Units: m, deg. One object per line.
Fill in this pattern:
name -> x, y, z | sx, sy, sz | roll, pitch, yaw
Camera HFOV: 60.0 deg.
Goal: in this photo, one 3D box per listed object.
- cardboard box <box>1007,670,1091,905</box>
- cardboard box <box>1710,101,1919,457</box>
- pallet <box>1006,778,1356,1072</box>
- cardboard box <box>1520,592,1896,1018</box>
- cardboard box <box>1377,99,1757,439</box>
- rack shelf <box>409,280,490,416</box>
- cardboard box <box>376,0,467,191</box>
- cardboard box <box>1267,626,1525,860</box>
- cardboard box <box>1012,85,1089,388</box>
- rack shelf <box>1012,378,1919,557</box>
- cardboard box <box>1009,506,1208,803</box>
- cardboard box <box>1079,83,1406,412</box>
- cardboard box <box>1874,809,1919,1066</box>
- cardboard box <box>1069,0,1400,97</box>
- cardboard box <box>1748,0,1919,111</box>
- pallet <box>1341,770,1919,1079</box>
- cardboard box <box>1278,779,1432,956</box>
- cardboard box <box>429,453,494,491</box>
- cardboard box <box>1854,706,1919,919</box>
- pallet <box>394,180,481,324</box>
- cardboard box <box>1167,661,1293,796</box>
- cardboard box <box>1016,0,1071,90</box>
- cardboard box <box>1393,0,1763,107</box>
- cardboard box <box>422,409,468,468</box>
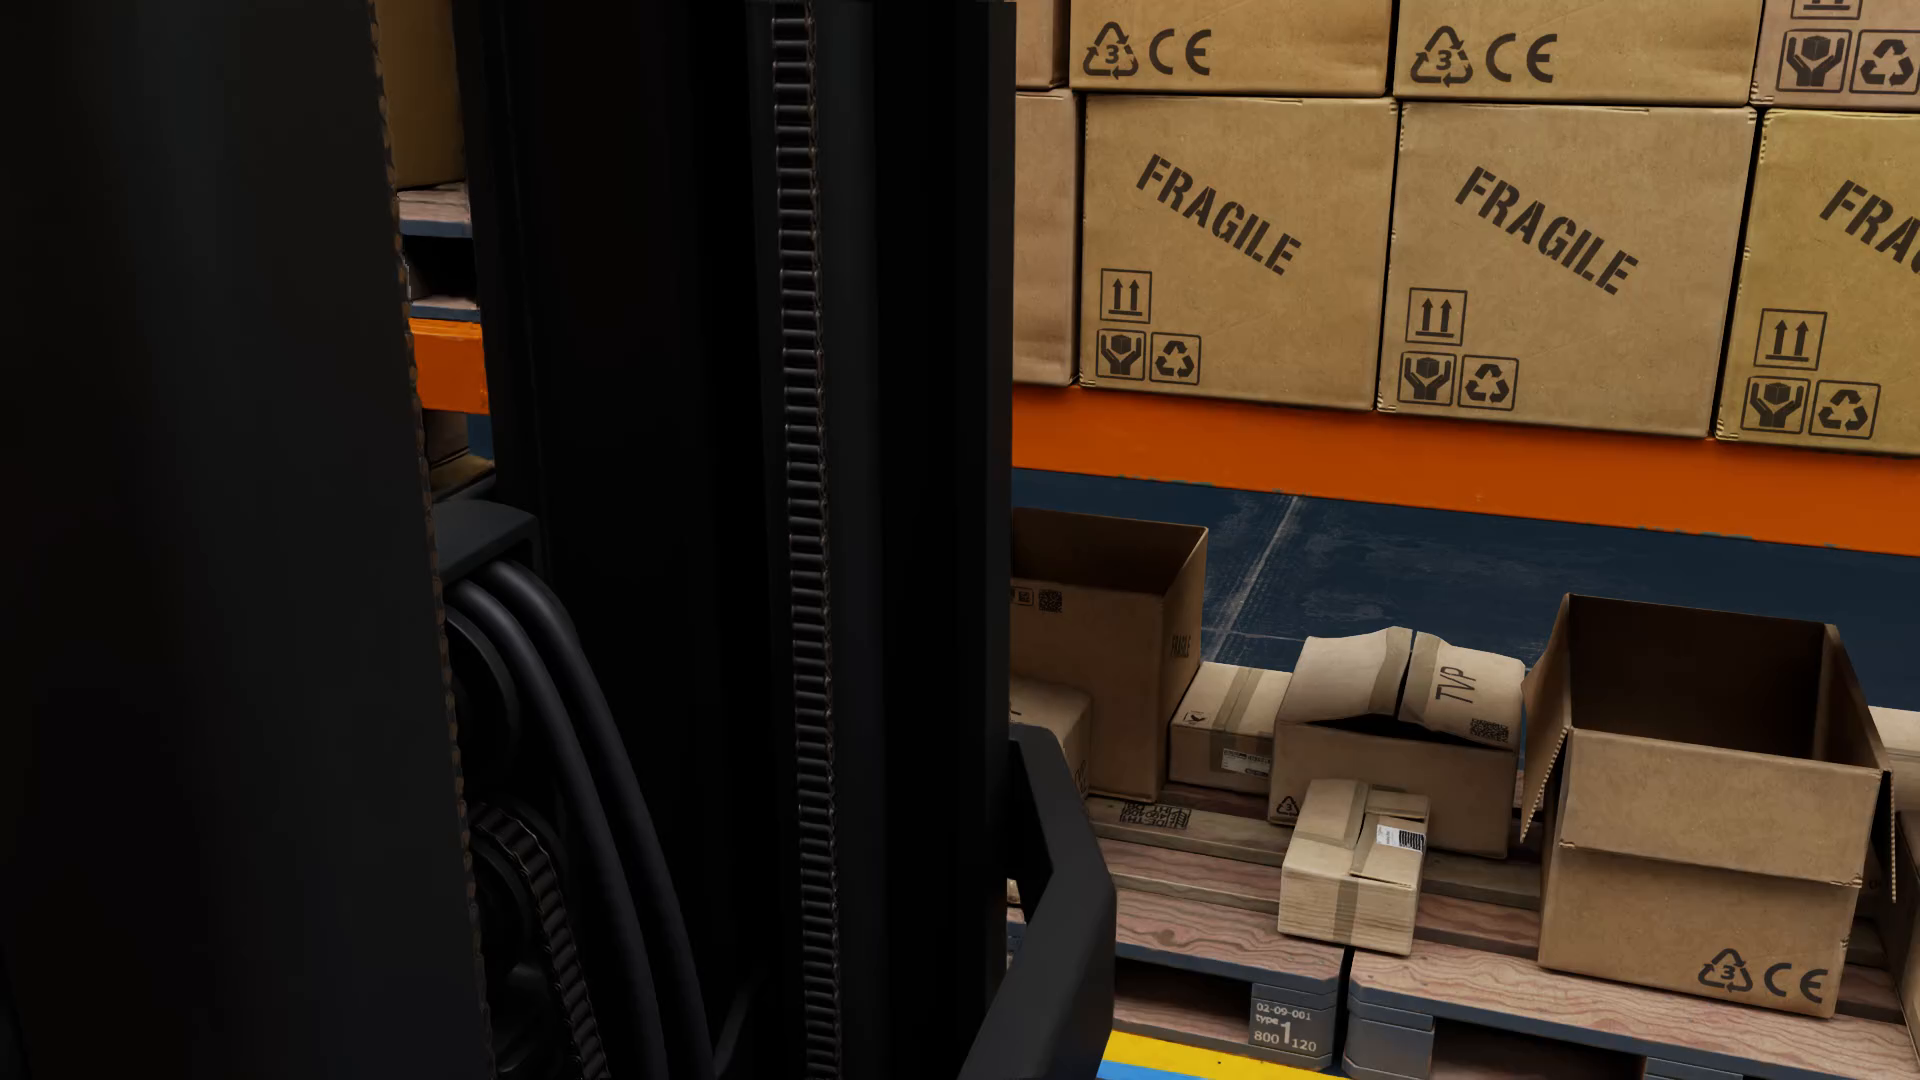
cardboard box -> -0.026, 0.480, 3.559 | 0.500, 0.311, 0.500 | 7, 20, 18
cardboard box -> 1.478, -0.439, 2.625 | 0.500, 0.500, 0.500 | 6, 20, 17
pallet -> 0.297, 0.697, 3.757 | 1.213, 0.211, 1.003 | 7, 20, 18
cardboard box -> 1.425, 0.478, 3.273 | 0.637, 0.503, 0.797 | 7, 20, 18
cardboard box -> 0.997, -0.493, 2.782 | 0.500, 0.500, 0.500 | 6, 20, 18
rack shelf -> -2.241, -0.571, 4.250 | 4.000, 0.370, 1.077 | 7, 20, 18
cardboard box -> -1.396, -1.115, 3.929 | 0.500, 0.500, 0.700 | 10, 22, 27
cardboard box -> 0.988, 0.422, 3.726 | 0.500, 0.311, 0.500 | 7, 20, 18
cardboard box -> 0.040, -0.602, 3.094 | 0.500, 0.500, 0.500 | 7, 20, 19
rack shelf -> 1.538, -0.139, 3.010 | 4.000, 0.370, 1.077 | 7, 20, 18
cardboard box -> 0.280, 0.251, 3.927 | 0.500, 0.500, 0.500 | 7, 20, 18
cardboard box -> 0.525, -0.548, 2.939 | 0.500, 0.500, 0.500 | 7, 20, 19
cardboard box -> 1.945, 0.734, 2.922 | 0.500, 0.250, 0.500 | 7, 20, 18
cardboard box -> 0.489, -1.020, 2.774 | 0.500, 0.500, 0.500 | 6, 20, 16
cardboard box -> 1.462, -0.909, 2.455 | 0.500, 0.500, 0.500 | 7, 20, 20
pallet -> 1.453, 0.828, 3.381 | 1.213, 0.211, 1.003 | 7, 20, 18
cardboard box -> 0.794, 0.638, 3.324 | 0.250, 0.166, 0.380 | 7, 20, 18
cardboard box -> -1.236, 0.096, 4.373 | 0.500, 0.500, 0.500 | 7, 20, 19
cardboard box -> 2.062, 0.573, 3.384 | 0.500, 0.250, 0.500 | 7, 20, 18
pallet -> -1.071, -0.724, 3.888 | 1.213, 0.211, 1.003 | 7, 20, 18
cardboard box -> 0.654, 0.439, 3.922 | 0.250, 0.149, 0.380 | 7, 20, 18
cardboard box -> 0.001, -1.076, 2.934 | 0.500, 0.500, 0.500 | 7, 20, 19
cardboard box -> 0.974, -0.964, 2.615 | 0.500, 0.500, 0.500 | 6, 20, 16
cardboard box -> -1.673, -0.312, 4.405 | 0.500, 0.250, 0.500 | 7, 20, 18
